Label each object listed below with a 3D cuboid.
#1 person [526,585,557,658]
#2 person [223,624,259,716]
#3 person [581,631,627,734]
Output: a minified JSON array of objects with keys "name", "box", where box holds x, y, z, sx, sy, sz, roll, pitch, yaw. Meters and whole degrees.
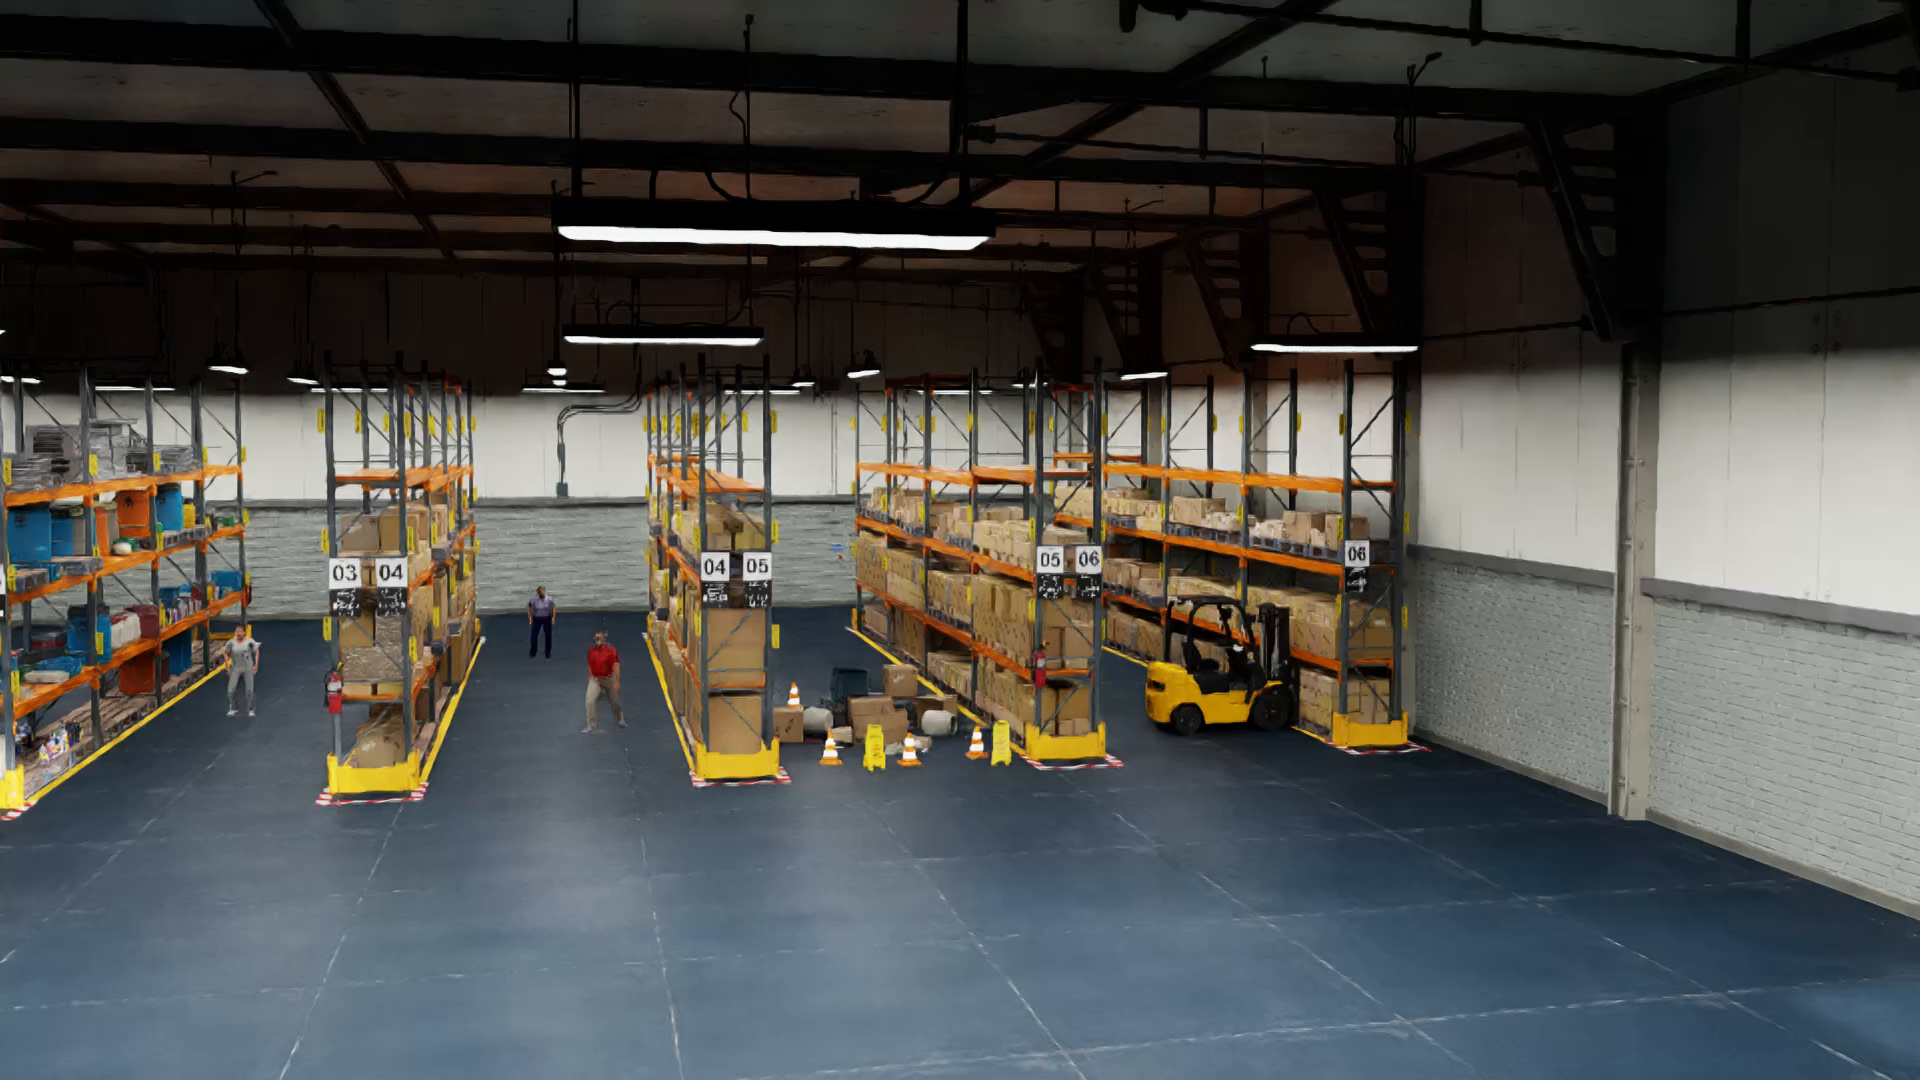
[{"name":"person","box":[-8.955,1.749,35.591,0.628,1.571,0.522,-1,4,-17]},{"name":"person","box":[-12.300,2.224,28.473,0.583,1.612,0.521,-1,4,-15]},{"name":"person","box":[-5.800,2.285,27.042,0.580,1.661,0.974,1,4,8]}]
